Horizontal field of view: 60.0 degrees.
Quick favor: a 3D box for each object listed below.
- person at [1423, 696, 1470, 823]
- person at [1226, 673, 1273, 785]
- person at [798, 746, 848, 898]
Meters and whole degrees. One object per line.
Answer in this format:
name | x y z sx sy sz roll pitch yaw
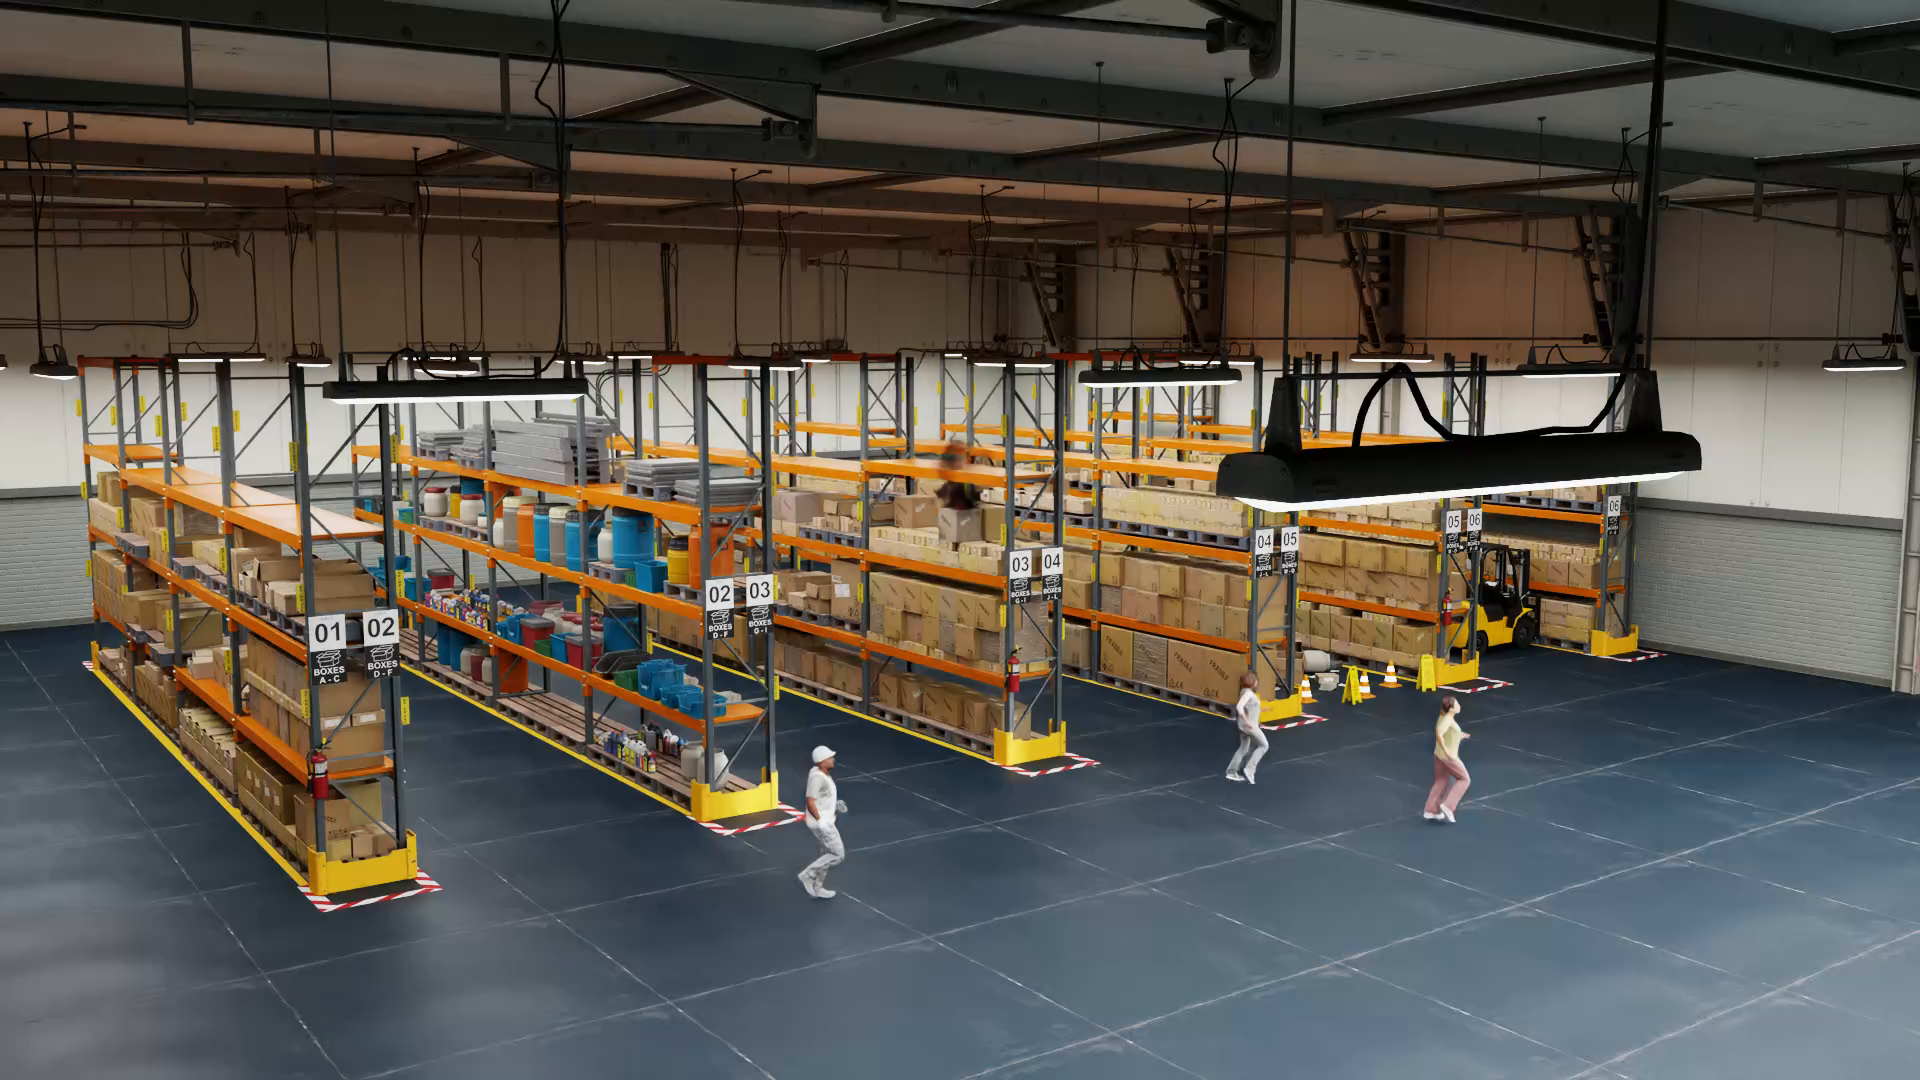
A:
person | 6.406 2.872 21.844 0.650 1.674 0.552 -1 7 -6
person | 4.126 2.681 23.653 0.672 1.607 0.503 -1 7 -8
person | -1.554 3.189 18.835 0.589 1.746 0.694 -1 7 -8
